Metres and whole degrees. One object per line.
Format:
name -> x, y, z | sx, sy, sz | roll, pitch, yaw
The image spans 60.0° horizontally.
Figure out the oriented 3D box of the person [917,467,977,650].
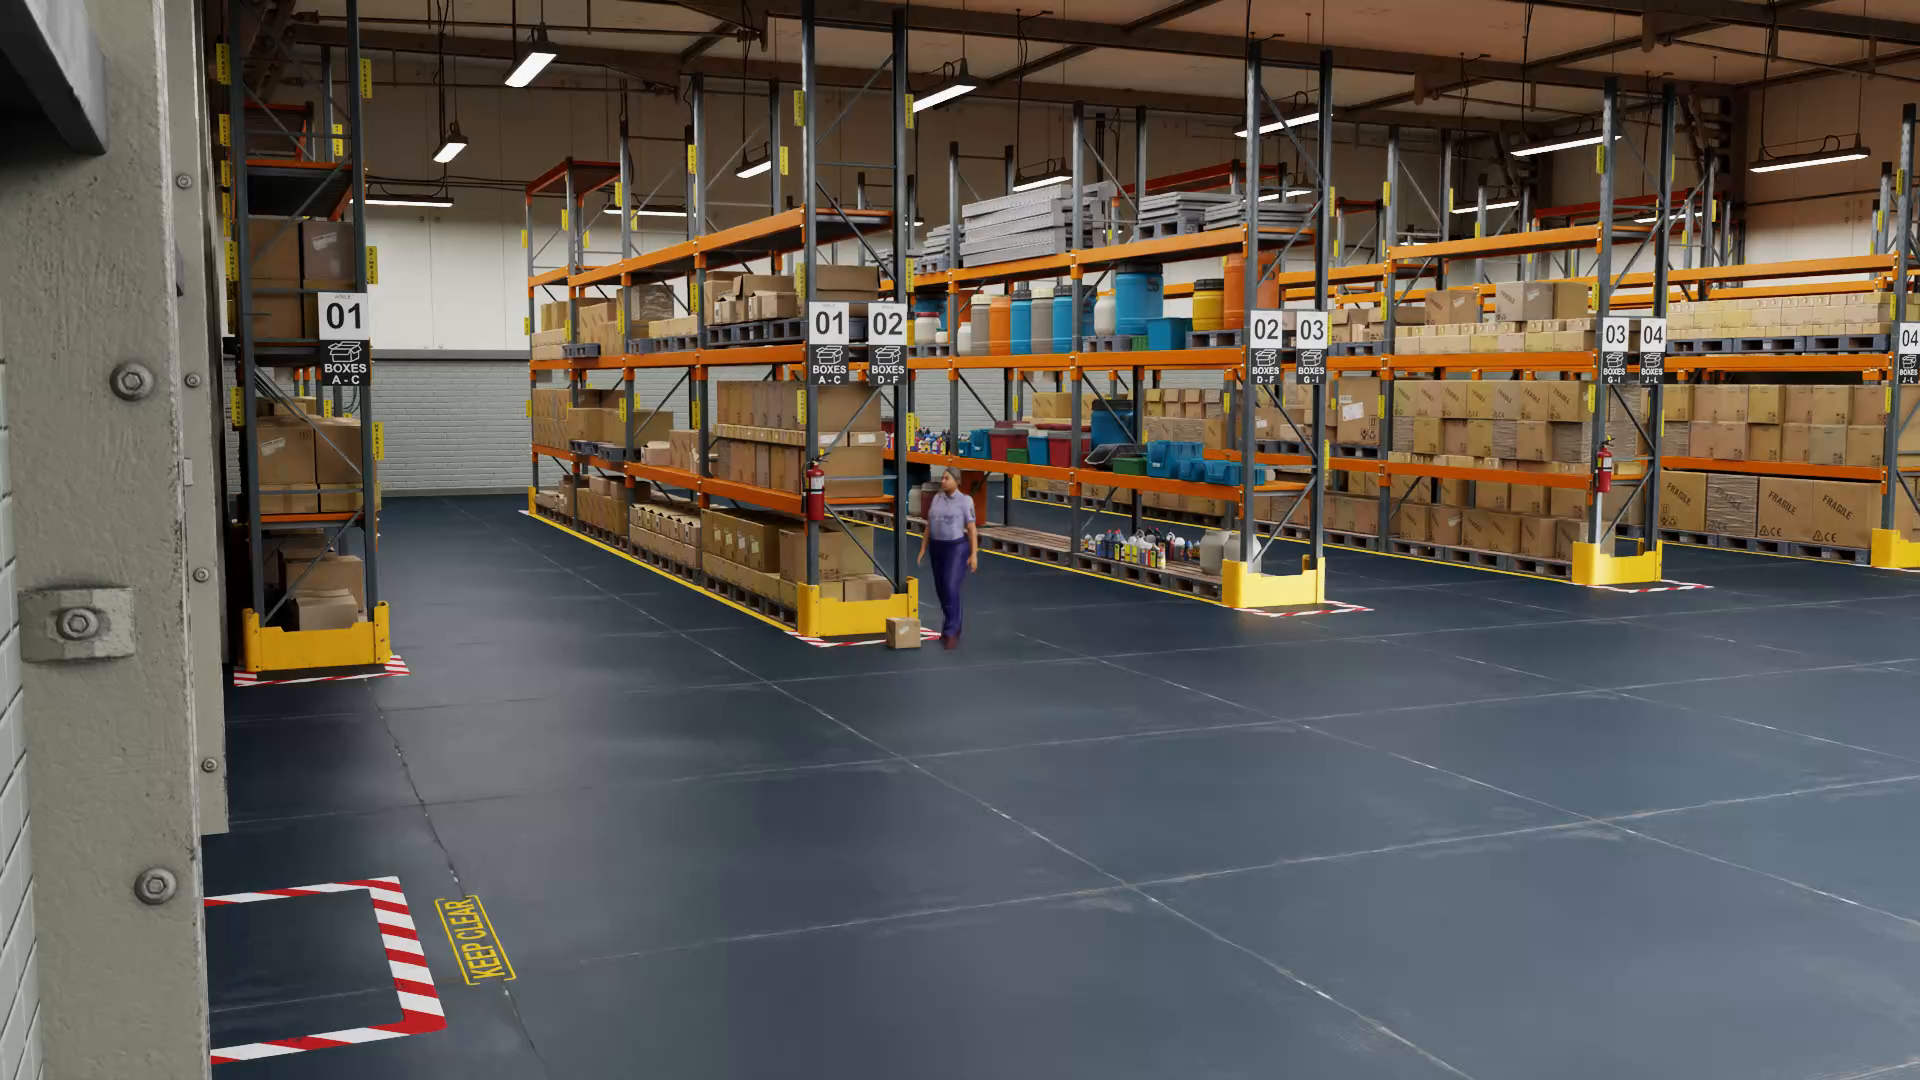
person -> -0.130, 0.165, 15.475 | 0.523, 1.687, 0.554 | 4, 7, 38
